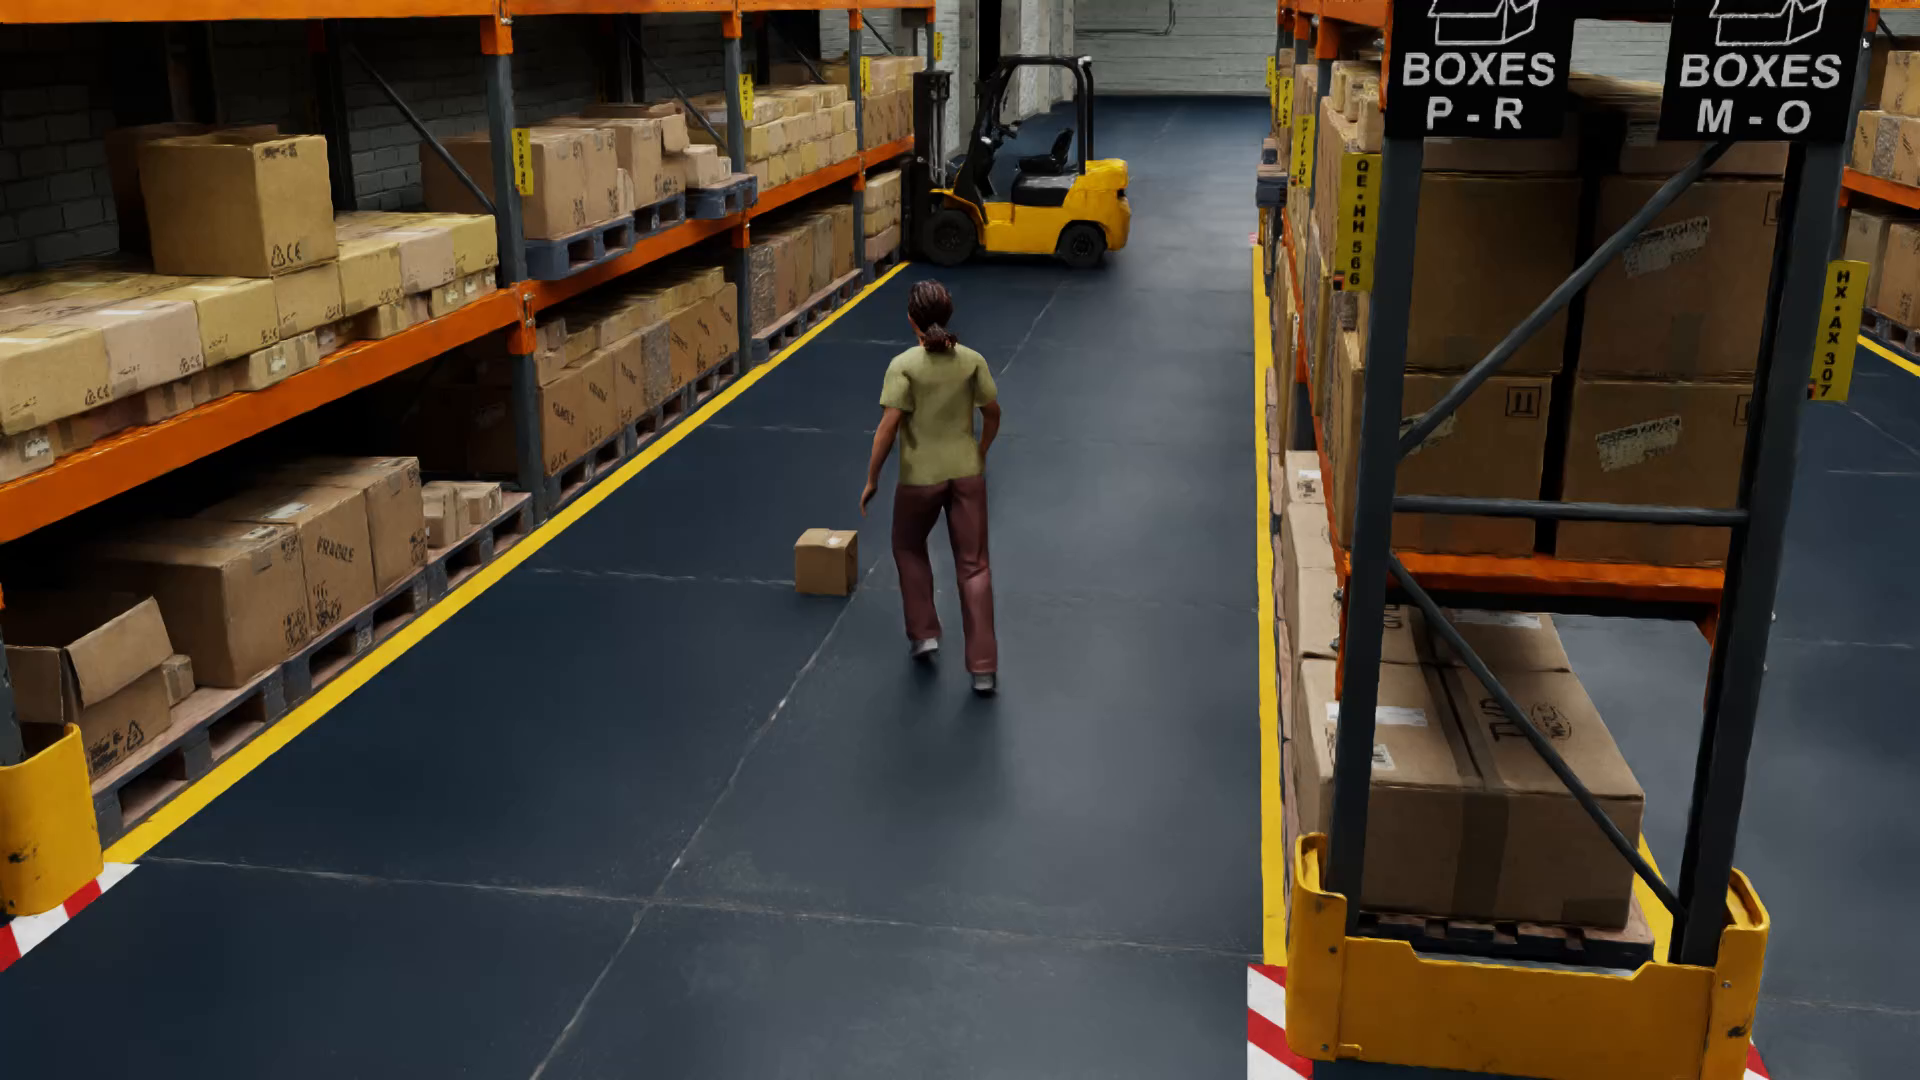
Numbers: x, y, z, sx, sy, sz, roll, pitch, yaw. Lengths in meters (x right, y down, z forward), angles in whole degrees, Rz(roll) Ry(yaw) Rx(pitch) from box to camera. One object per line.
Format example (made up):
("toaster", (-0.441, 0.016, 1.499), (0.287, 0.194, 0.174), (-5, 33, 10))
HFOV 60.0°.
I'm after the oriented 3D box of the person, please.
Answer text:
("person", (-0.120, -0.203, 6.796), (0.618, 1.708, 0.649), (-5, 19, -15))
